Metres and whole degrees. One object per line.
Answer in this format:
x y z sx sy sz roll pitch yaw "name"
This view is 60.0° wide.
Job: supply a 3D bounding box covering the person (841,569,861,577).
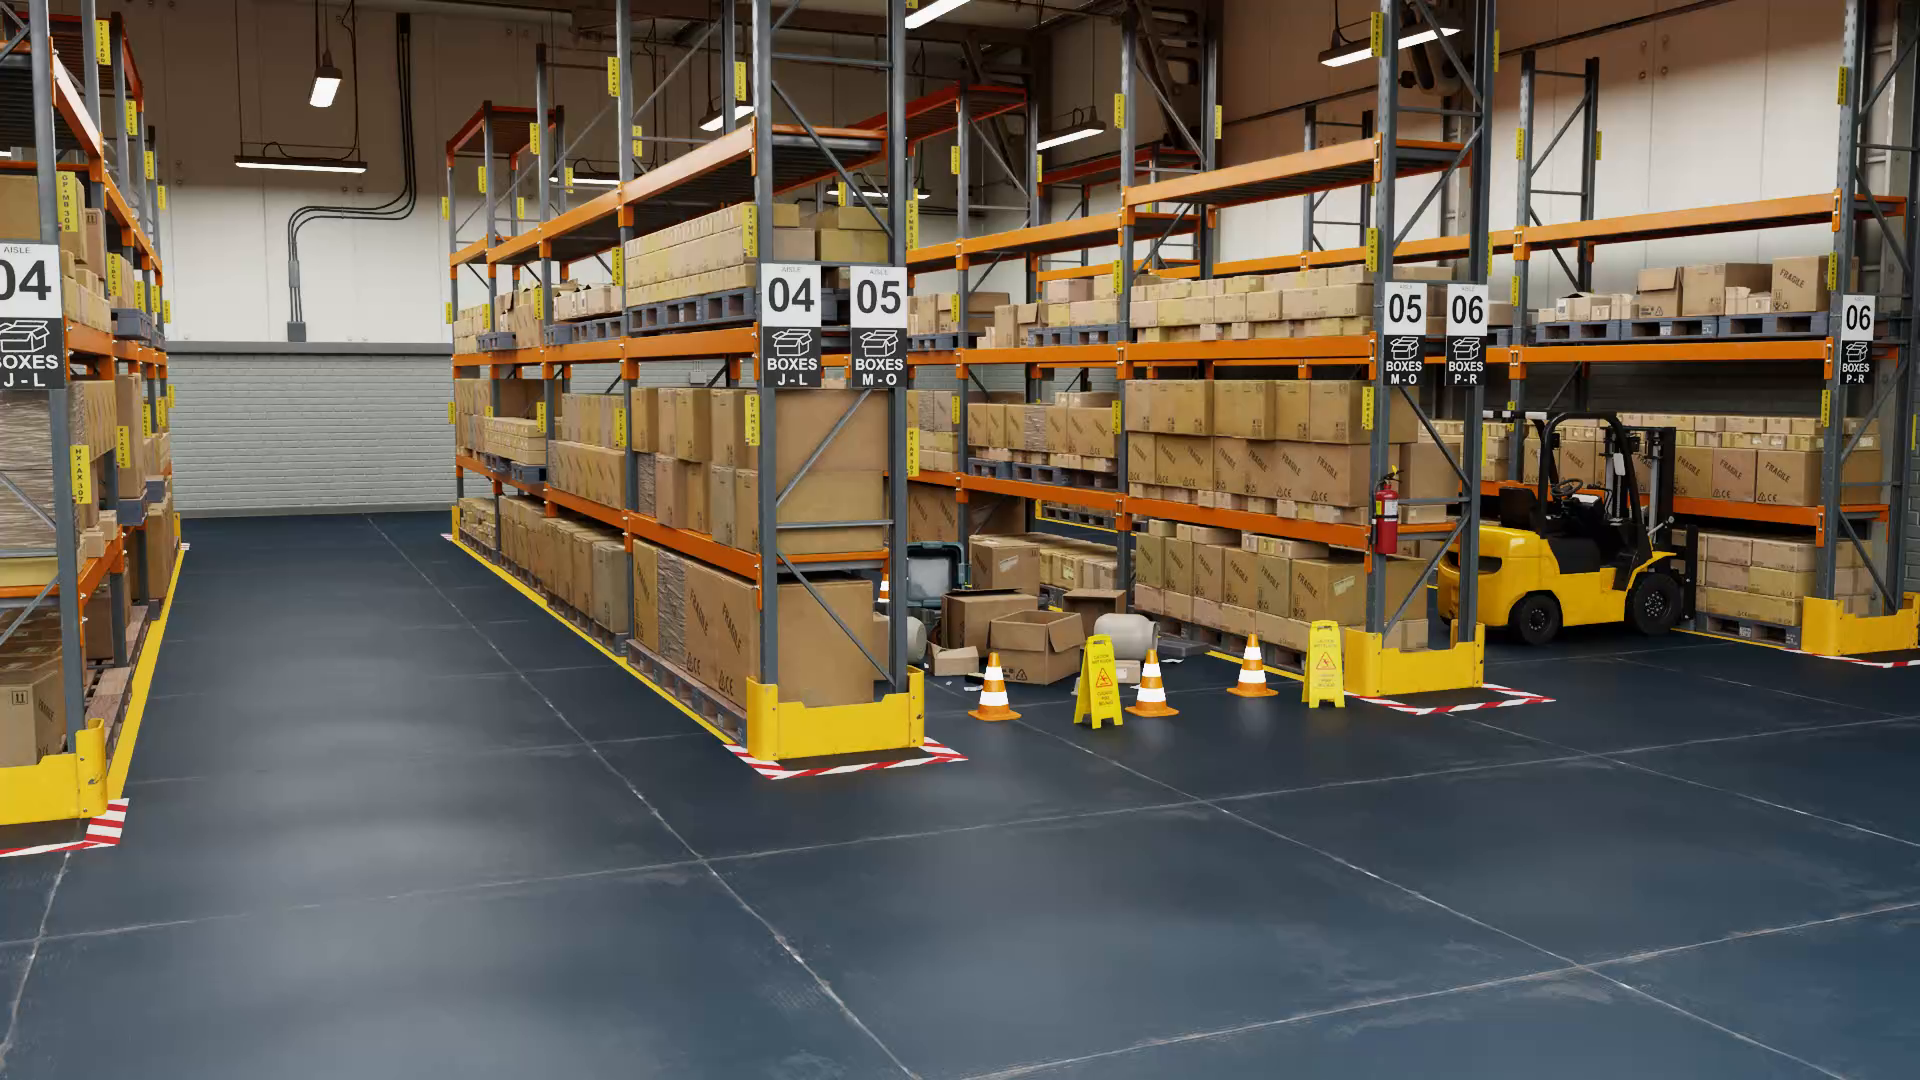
-1.293 -0.125 18.479 0.483 1.594 0.340 -3 6 -26 "person"
